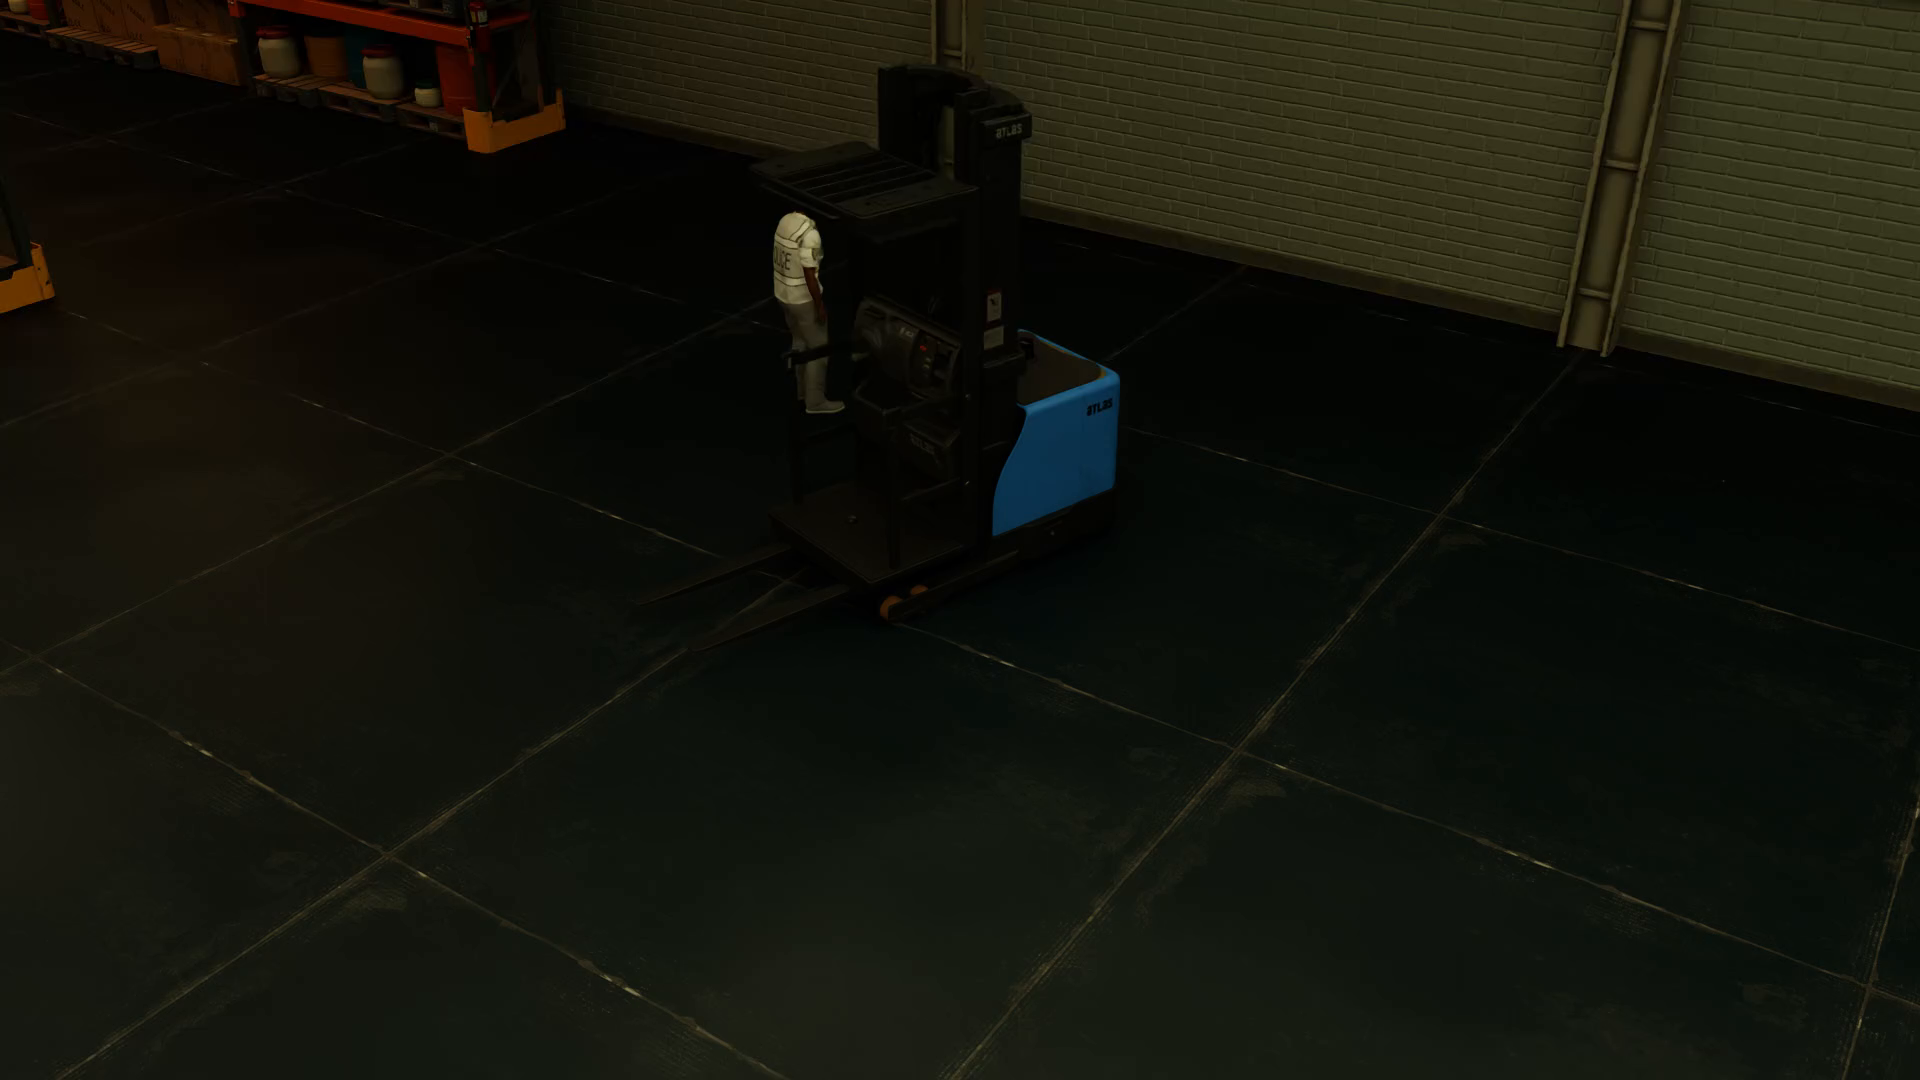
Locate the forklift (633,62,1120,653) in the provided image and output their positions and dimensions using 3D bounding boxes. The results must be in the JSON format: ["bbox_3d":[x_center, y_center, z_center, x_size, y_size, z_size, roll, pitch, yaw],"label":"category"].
[{"bbox_3d":[-0.475,-1.075,9.432,3.031,2.935,1.130,-22,37,-33],"label":"forklift"}]

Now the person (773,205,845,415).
[{"bbox_3d":[-1.102,-1.720,11.816,0.394,1.656,0.507,-17,34,-27],"label":"person"}]
